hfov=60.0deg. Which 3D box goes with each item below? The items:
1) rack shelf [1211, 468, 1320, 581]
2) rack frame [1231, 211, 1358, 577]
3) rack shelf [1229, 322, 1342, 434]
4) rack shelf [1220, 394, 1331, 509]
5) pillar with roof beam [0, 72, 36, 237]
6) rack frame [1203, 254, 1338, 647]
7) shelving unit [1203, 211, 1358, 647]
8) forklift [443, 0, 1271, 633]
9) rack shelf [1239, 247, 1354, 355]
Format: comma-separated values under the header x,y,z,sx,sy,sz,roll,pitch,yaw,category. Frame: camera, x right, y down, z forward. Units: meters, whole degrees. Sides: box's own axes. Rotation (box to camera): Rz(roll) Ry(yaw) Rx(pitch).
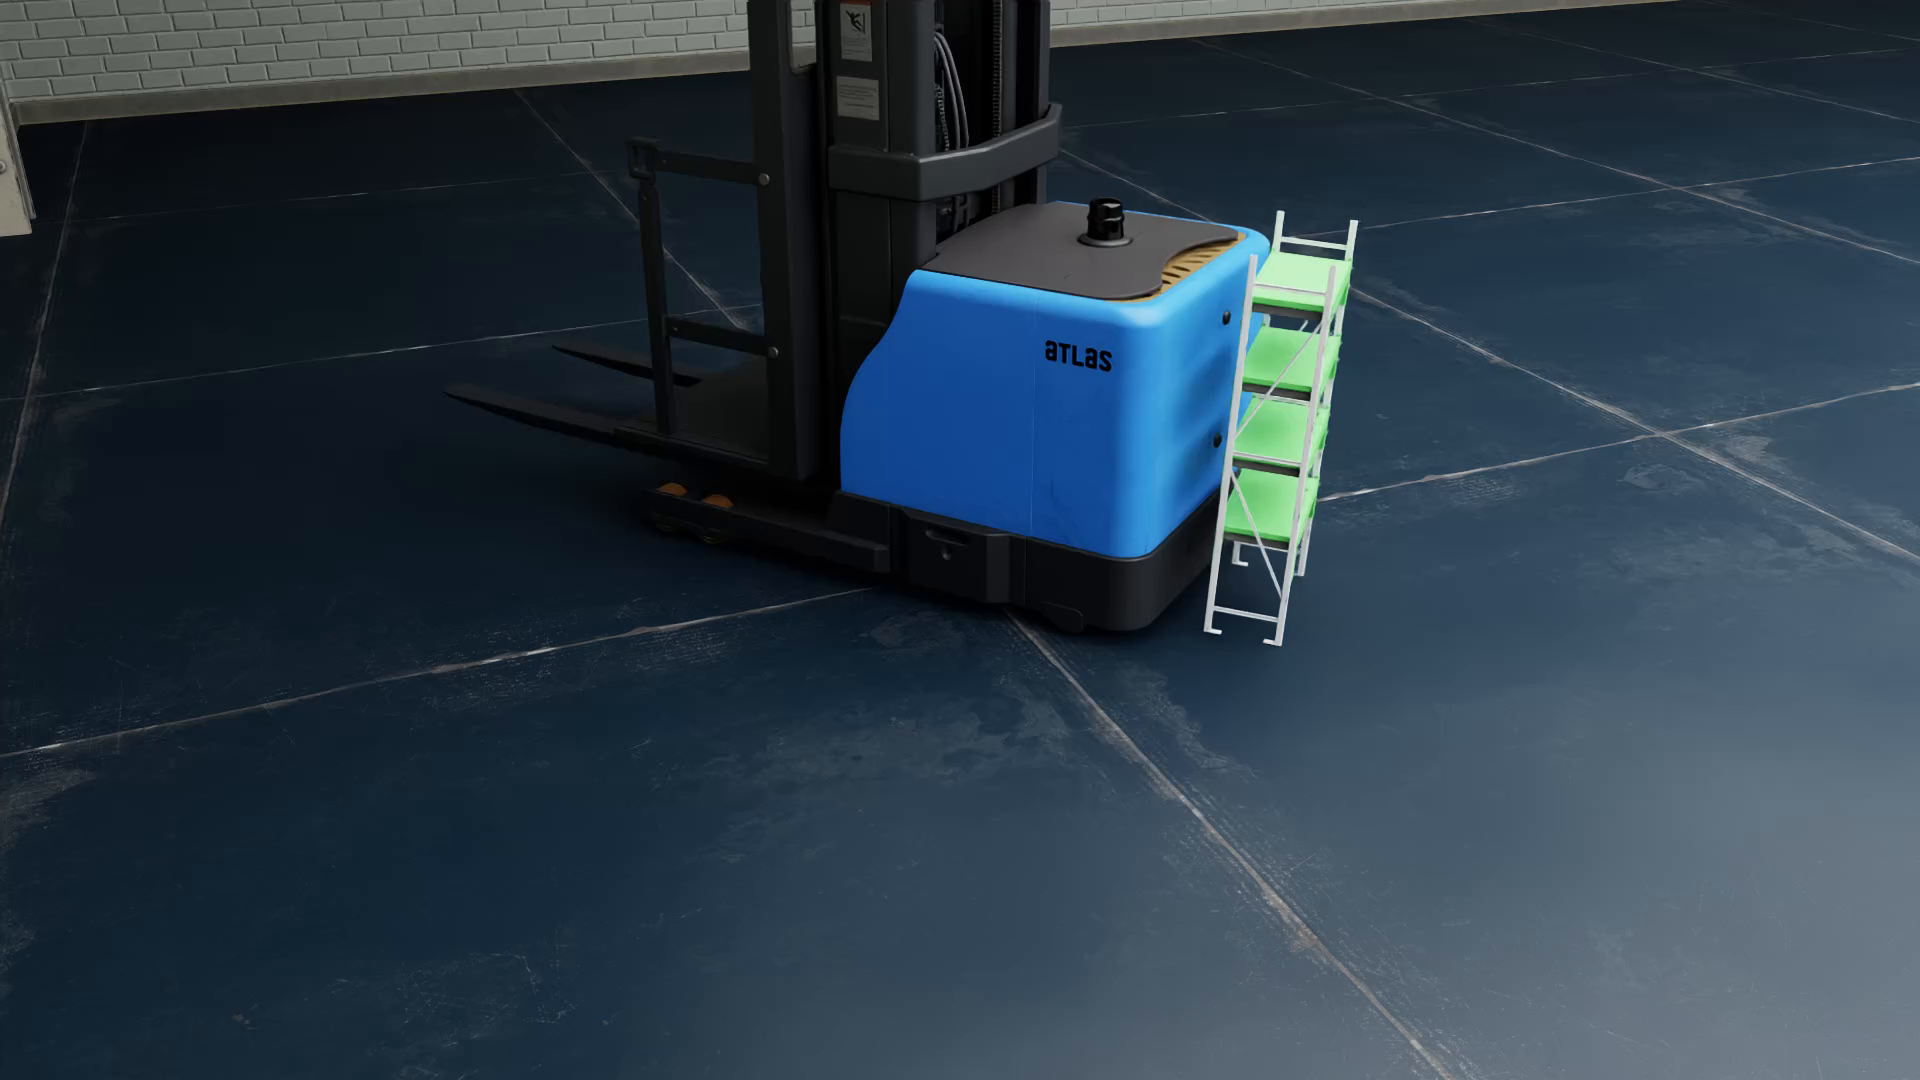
x,y,z,sx,sy,sz,roll,pitch,yaw,category
0.959,-0.064,5.193,0.258,0.148,0.480,11,28,15,rack shelf
1.048,-0.437,5.264,0.240,1.200,0.015,11,28,15,rack frame
0.978,-0.492,4.977,0.258,0.148,0.480,11,28,15,rack shelf
0.968,-0.278,5.085,0.258,0.148,0.480,11,28,15,rack shelf
-1.416,-6.539,8.886,9.100,9.000,0.400,-11,28,-21,pillar with roof beam
0.894,-0.234,4.848,0.240,1.200,0.015,11,28,15,rack frame
0.971,-0.335,5.056,0.258,1.200,0.503,11,28,15,shelving unit
-0.522,-1.489,5.460,3.031,2.935,1.130,14,29,27,forklift
0.988,-0.706,4.869,0.258,0.148,0.480,11,28,15,rack shelf
